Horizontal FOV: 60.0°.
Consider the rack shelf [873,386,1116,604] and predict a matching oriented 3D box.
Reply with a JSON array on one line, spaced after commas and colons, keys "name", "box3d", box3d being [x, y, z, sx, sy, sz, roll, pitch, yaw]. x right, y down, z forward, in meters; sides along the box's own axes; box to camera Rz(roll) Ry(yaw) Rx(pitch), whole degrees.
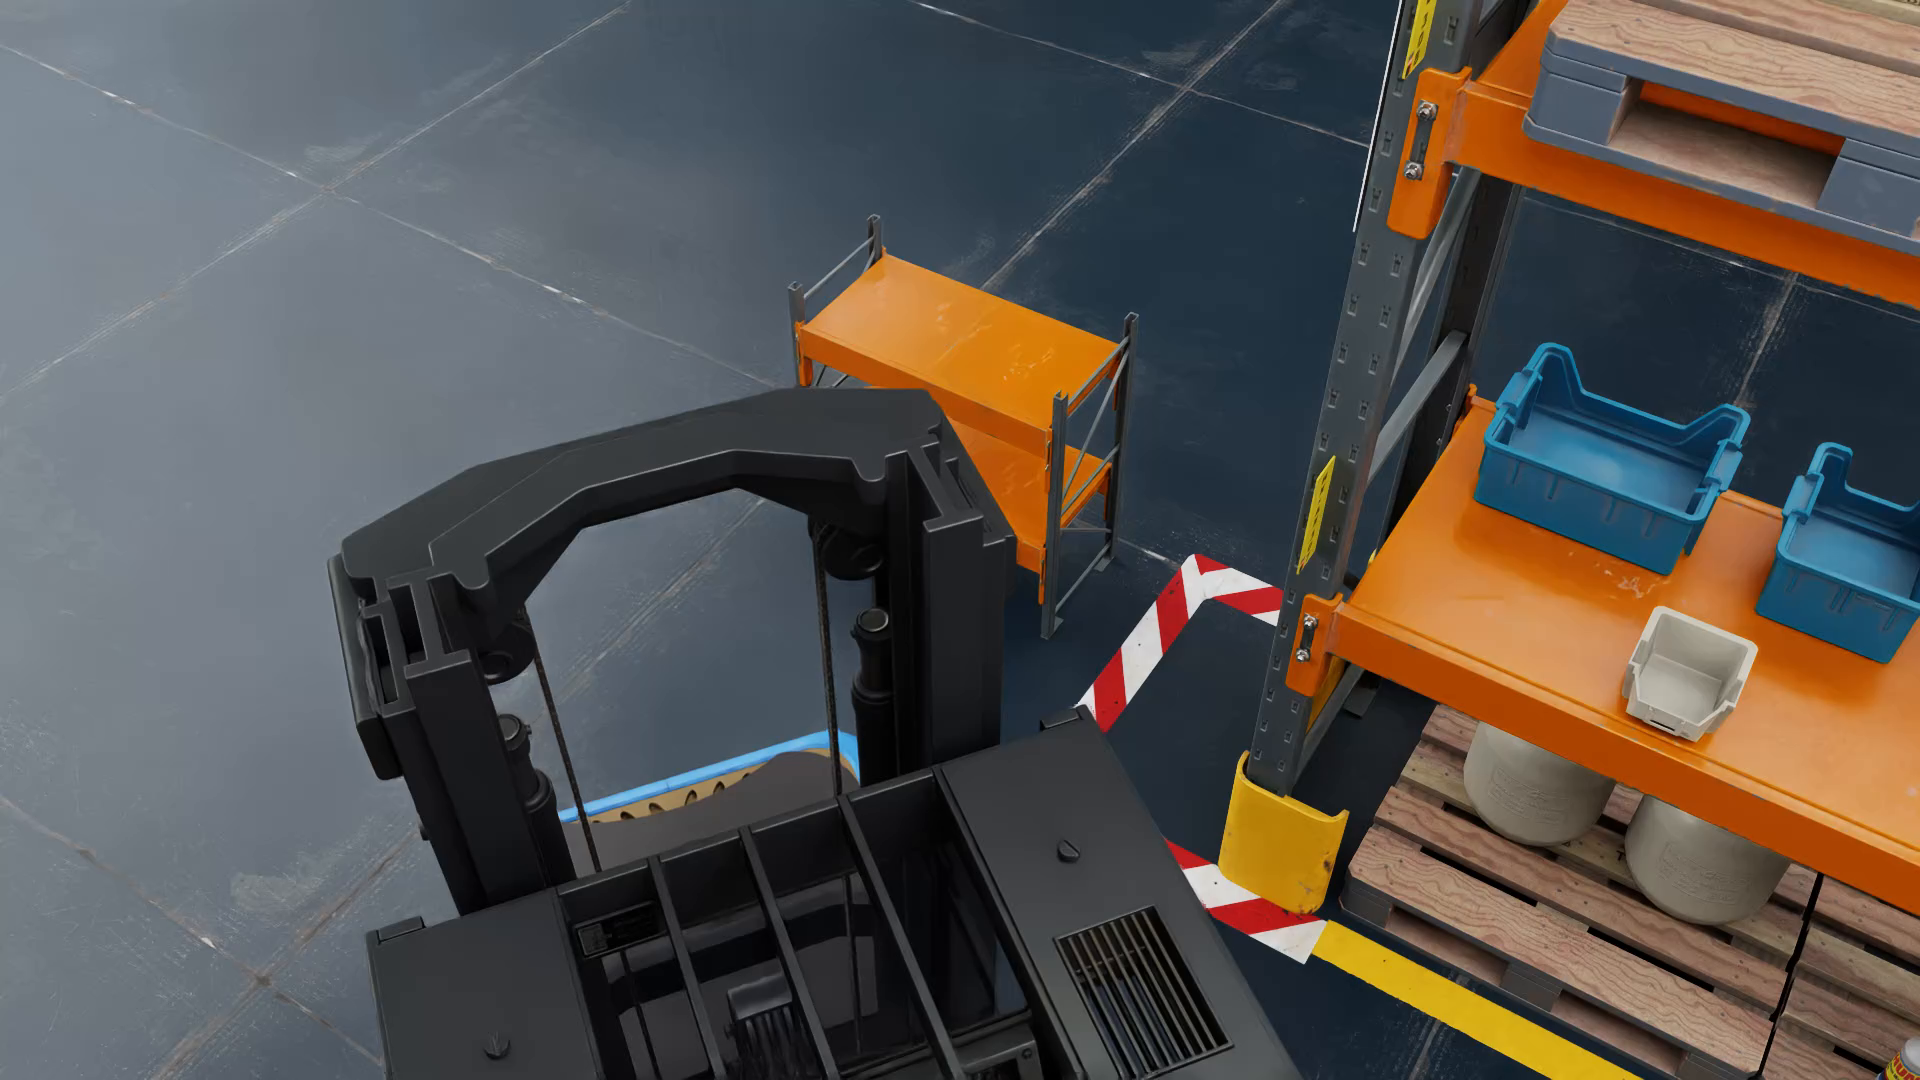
[{"name": "rack shelf", "box3d": [0.006, -0.219, 6.019, 1.000, 0.278, 0.538, 25, 51, 22]}]

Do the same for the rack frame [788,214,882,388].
[{"name": "rack frame", "box3d": [-0.422, -0.586, 6.035, 0.032, 1.125, 0.500, 25, 51, 22]}]

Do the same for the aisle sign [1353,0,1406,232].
[{"name": "aisle sign", "box3d": [0.942, -1.048, 3.364, 0.004, 0.787, 0.394, 25, 51, 22]}]

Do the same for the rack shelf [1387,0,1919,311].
[{"name": "rack shelf", "box3d": [2.845, -0.312, 2.871, 4.000, 0.370, 1.077, 25, 51, 22]}]

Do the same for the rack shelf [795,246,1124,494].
[{"name": "rack shelf", "box3d": [0.006, -0.593, 5.634, 1.000, 0.278, 0.538, 25, 51, 22]}]

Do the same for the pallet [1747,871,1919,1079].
[{"name": "pallet", "box3d": [2.954, 1.472, 4.672, 1.213, 0.211, 1.003, 25, 51, 22]}]

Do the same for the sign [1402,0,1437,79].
[{"name": "sign", "box3d": [0.860, -1.009, 3.041, 0.005, 0.325, 0.100, 25, 51, 22]}]

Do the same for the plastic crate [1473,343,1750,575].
[{"name": "plastic crate", "box3d": [1.744, -0.226, 4.482, 0.616, 0.251, 0.499, 25, 51, 22]}]

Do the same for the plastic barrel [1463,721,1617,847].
[{"name": "plastic barrel", "box3d": [1.756, 0.638, 4.980, 0.421, 0.512, 0.421, 0, 46, 0]}]

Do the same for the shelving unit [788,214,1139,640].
[{"name": "shelving unit", "box3d": [0.006, -0.389, 5.844, 1.048, 1.125, 0.538, 25, 51, 22]}]

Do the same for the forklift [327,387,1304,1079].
[{"name": "forklift", "box3d": [-0.195, 1.311, 2.932, 1.130, 2.935, 3.031, -16, 48, -15]}]

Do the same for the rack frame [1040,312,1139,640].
[{"name": "rack frame", "box3d": [0.434, -0.193, 5.653, 0.032, 1.125, 0.500, 25, 51, 22]}]

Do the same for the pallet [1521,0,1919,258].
[{"name": "pallet", "box3d": [1.805, -0.891, 3.065, 1.213, 0.211, 1.003, 25, 51, 22]}]

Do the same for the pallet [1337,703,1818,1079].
[{"name": "pallet", "box3d": [1.931, 0.999, 5.132, 1.213, 0.211, 1.003, 25, 51, 22]}]

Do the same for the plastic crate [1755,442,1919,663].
[{"name": "plastic crate", "box3d": [2.287, 0.029, 4.234, 0.408, 0.251, 0.499, 25, 51, 22]}]

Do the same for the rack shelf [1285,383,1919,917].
[{"name": "rack shelf", "box3d": [2.845, 0.734, 3.947, 4.000, 0.370, 1.077, 25, 51, 22]}]

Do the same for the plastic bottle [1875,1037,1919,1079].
[{"name": "plastic bottle", "box3d": [2.519, 1.396, 4.397, 0.097, 0.271, 0.097, 0, 46, 0]}]

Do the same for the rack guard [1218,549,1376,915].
[{"name": "rack guard", "box3d": [1.250, 0.581, 5.337, 0.348, 0.500, 1.175, 25, 51, 22]}]

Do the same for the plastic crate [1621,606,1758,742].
[{"name": "plastic crate", "box3d": [1.741, 0.341, 4.011, 0.250, 0.136, 0.298, 25, 51, 22]}]

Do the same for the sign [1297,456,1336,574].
[{"name": "sign", "box3d": [0.860, -0.057, 4.021, 0.005, 0.325, 0.100, 25, 51, 22]}]

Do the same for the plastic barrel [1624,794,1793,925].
[{"name": "plastic barrel", "box3d": [2.178, 0.832, 4.792, 0.421, 0.512, 0.421, 0, 46, 0]}]

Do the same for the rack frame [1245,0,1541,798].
[{"name": "rack frame", "box3d": [1.161, -0.291, 4.442, 0.127, 3.000, 1.000, 25, 51, 22]}]

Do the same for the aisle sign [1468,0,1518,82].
[{"name": "aisle sign", "box3d": [1.261, -1.404, 3.711, 0.004, 0.787, 0.394, 25, 51, 22]}]
